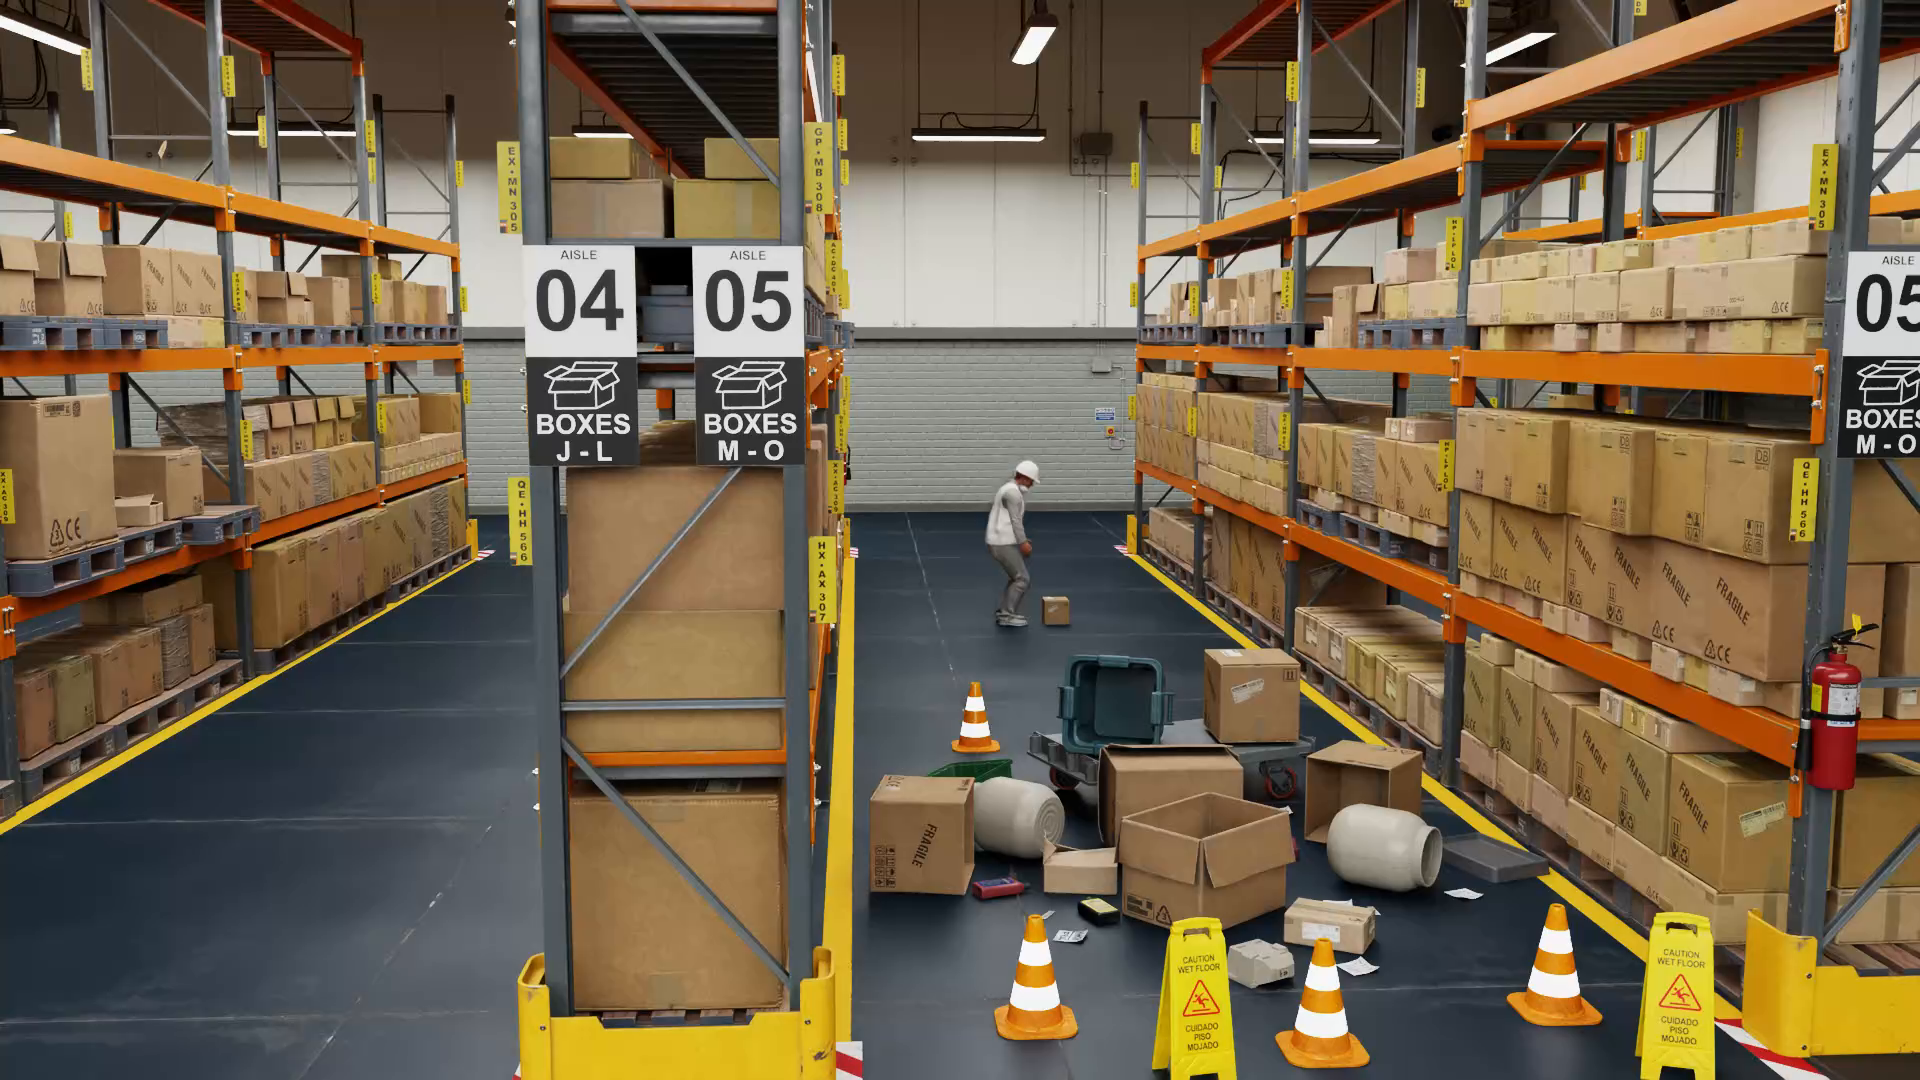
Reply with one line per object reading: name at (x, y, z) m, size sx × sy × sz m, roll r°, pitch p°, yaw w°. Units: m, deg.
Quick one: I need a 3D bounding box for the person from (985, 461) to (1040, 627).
person at (0.536, 0.027, 16.900) m, size 0.559 × 1.665 × 0.573 m, roll 0°, pitch 7°, yaw -2°
